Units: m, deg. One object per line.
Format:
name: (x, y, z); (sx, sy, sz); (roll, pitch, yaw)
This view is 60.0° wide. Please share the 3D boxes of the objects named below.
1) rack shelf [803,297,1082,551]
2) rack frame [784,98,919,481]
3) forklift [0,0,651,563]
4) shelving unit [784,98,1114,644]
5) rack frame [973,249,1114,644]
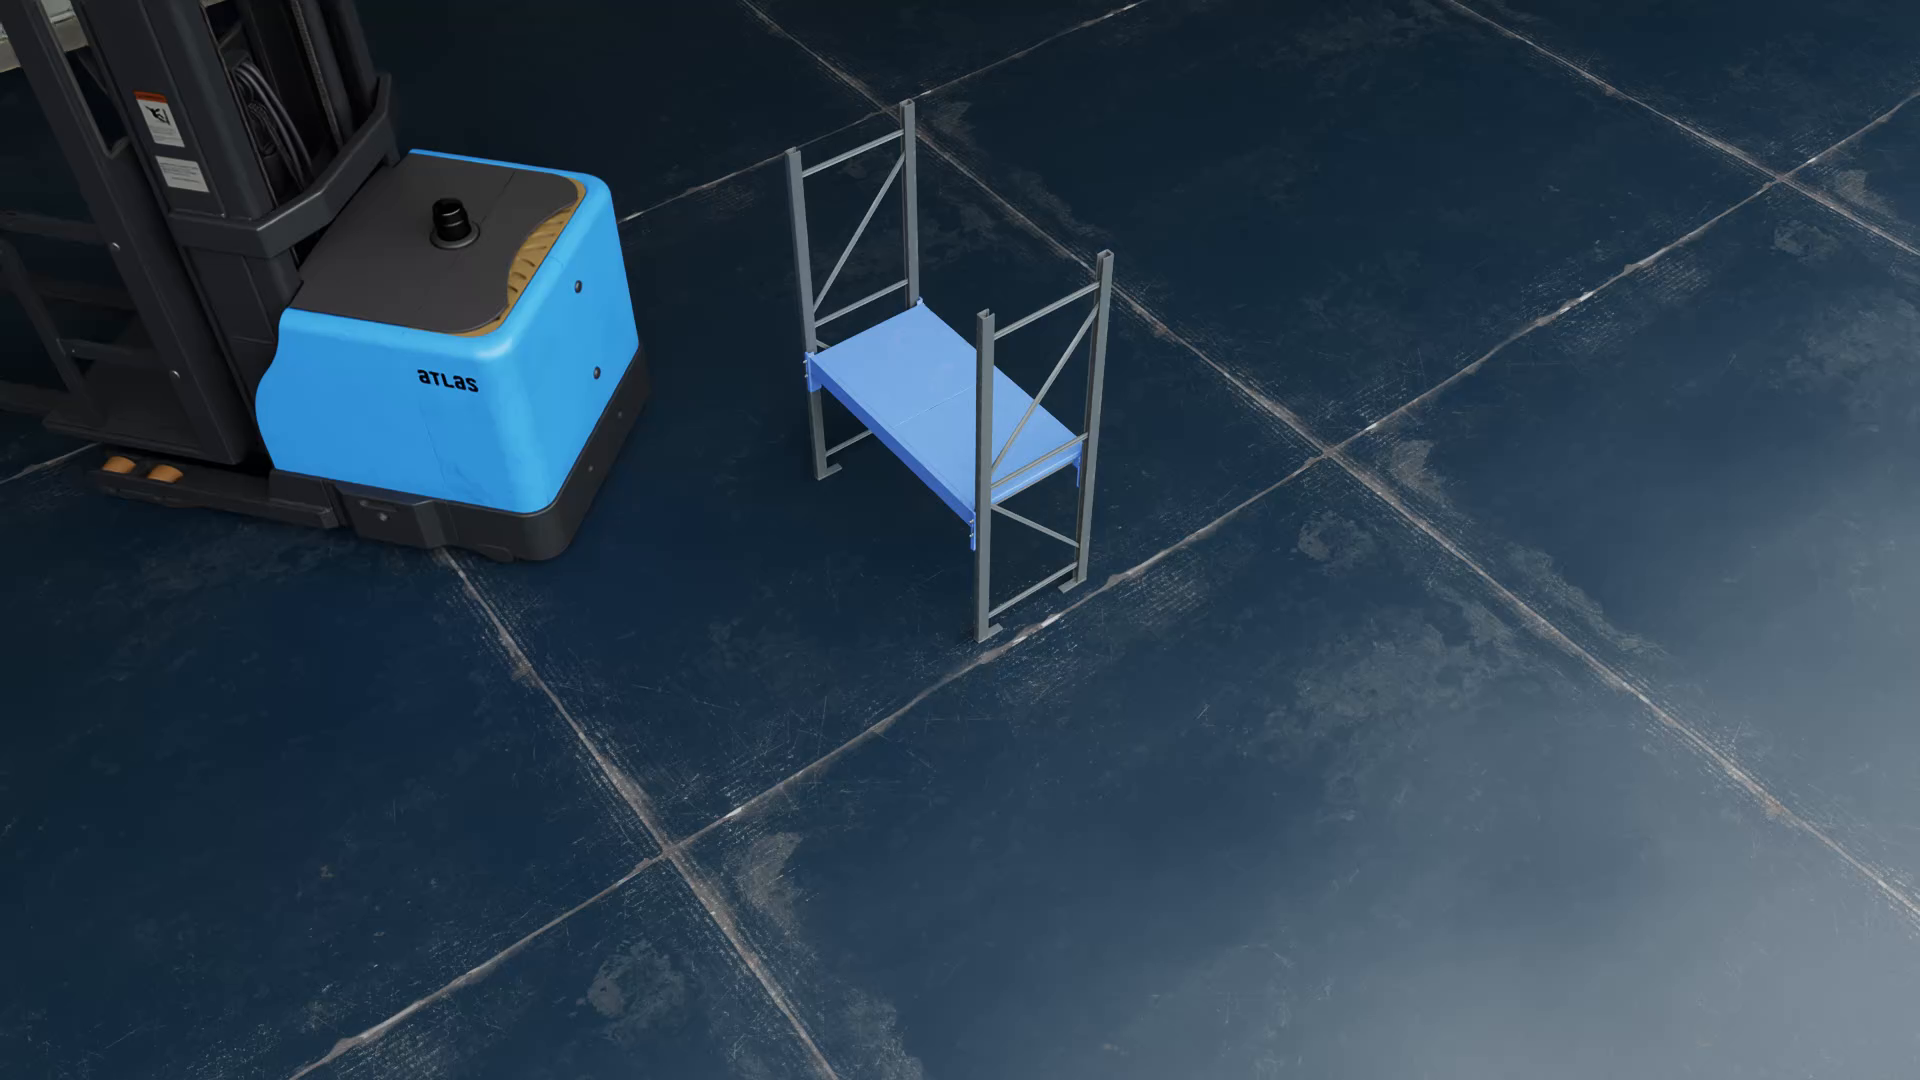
rack shelf: (-0.052, -0.433, 5.873); (0.538, 0.185, 1.000); (-29, 54, -24)
rack frame: (-0.359, -0.854, 6.012); (0.500, 1.500, 0.032); (-29, 54, -24)
forklift: (-2.819, -1.481, 5.614); (3.031, 2.935, 1.130); (10, 49, 9)
shelving unit: (-0.052, -0.554, 5.740); (0.538, 1.500, 1.048); (-29, 54, -24)
rack frame: (0.256, -0.254, 5.468); (0.500, 1.500, 0.032); (-29, 54, -24)
